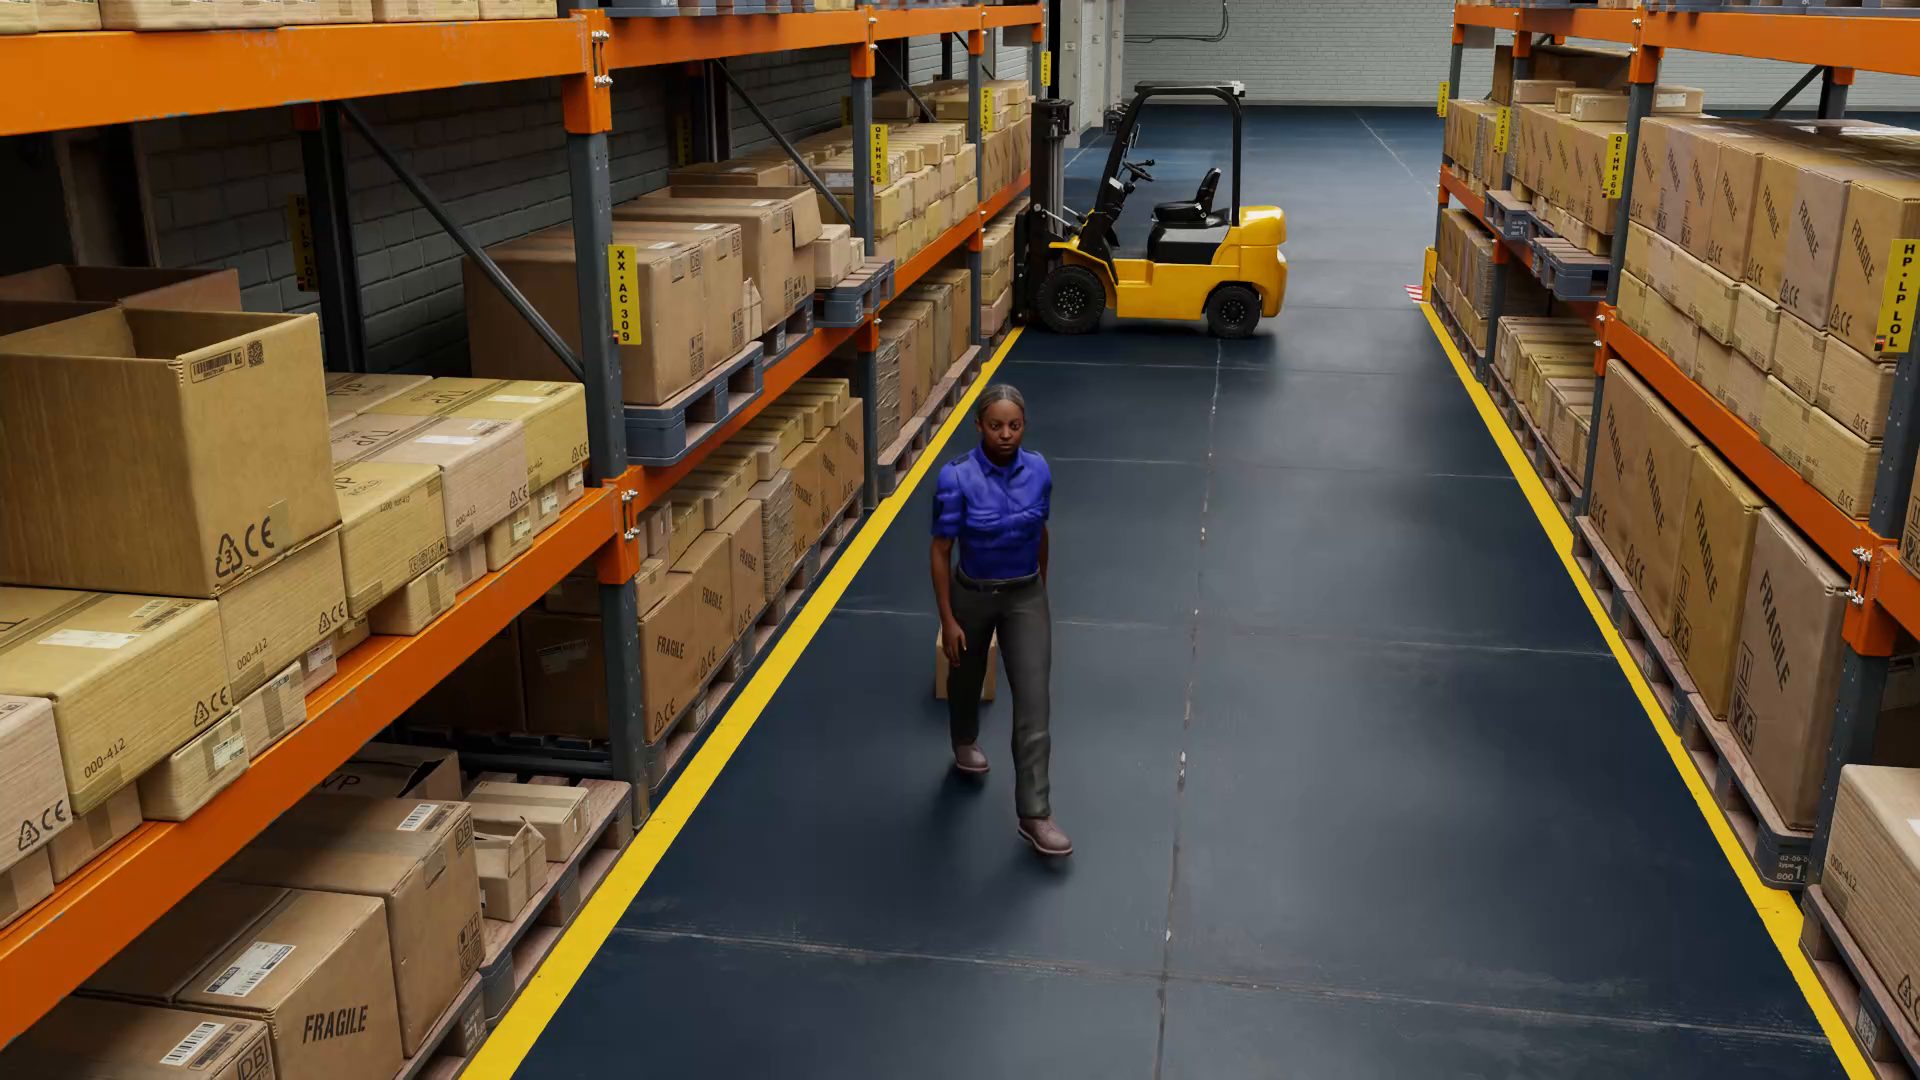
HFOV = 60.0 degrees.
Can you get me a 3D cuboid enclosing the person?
[{"bbox_3d":[0.125,0.218,5.878,0.477,1.580,1.007,-4,18,-11],"label":"person"}]
